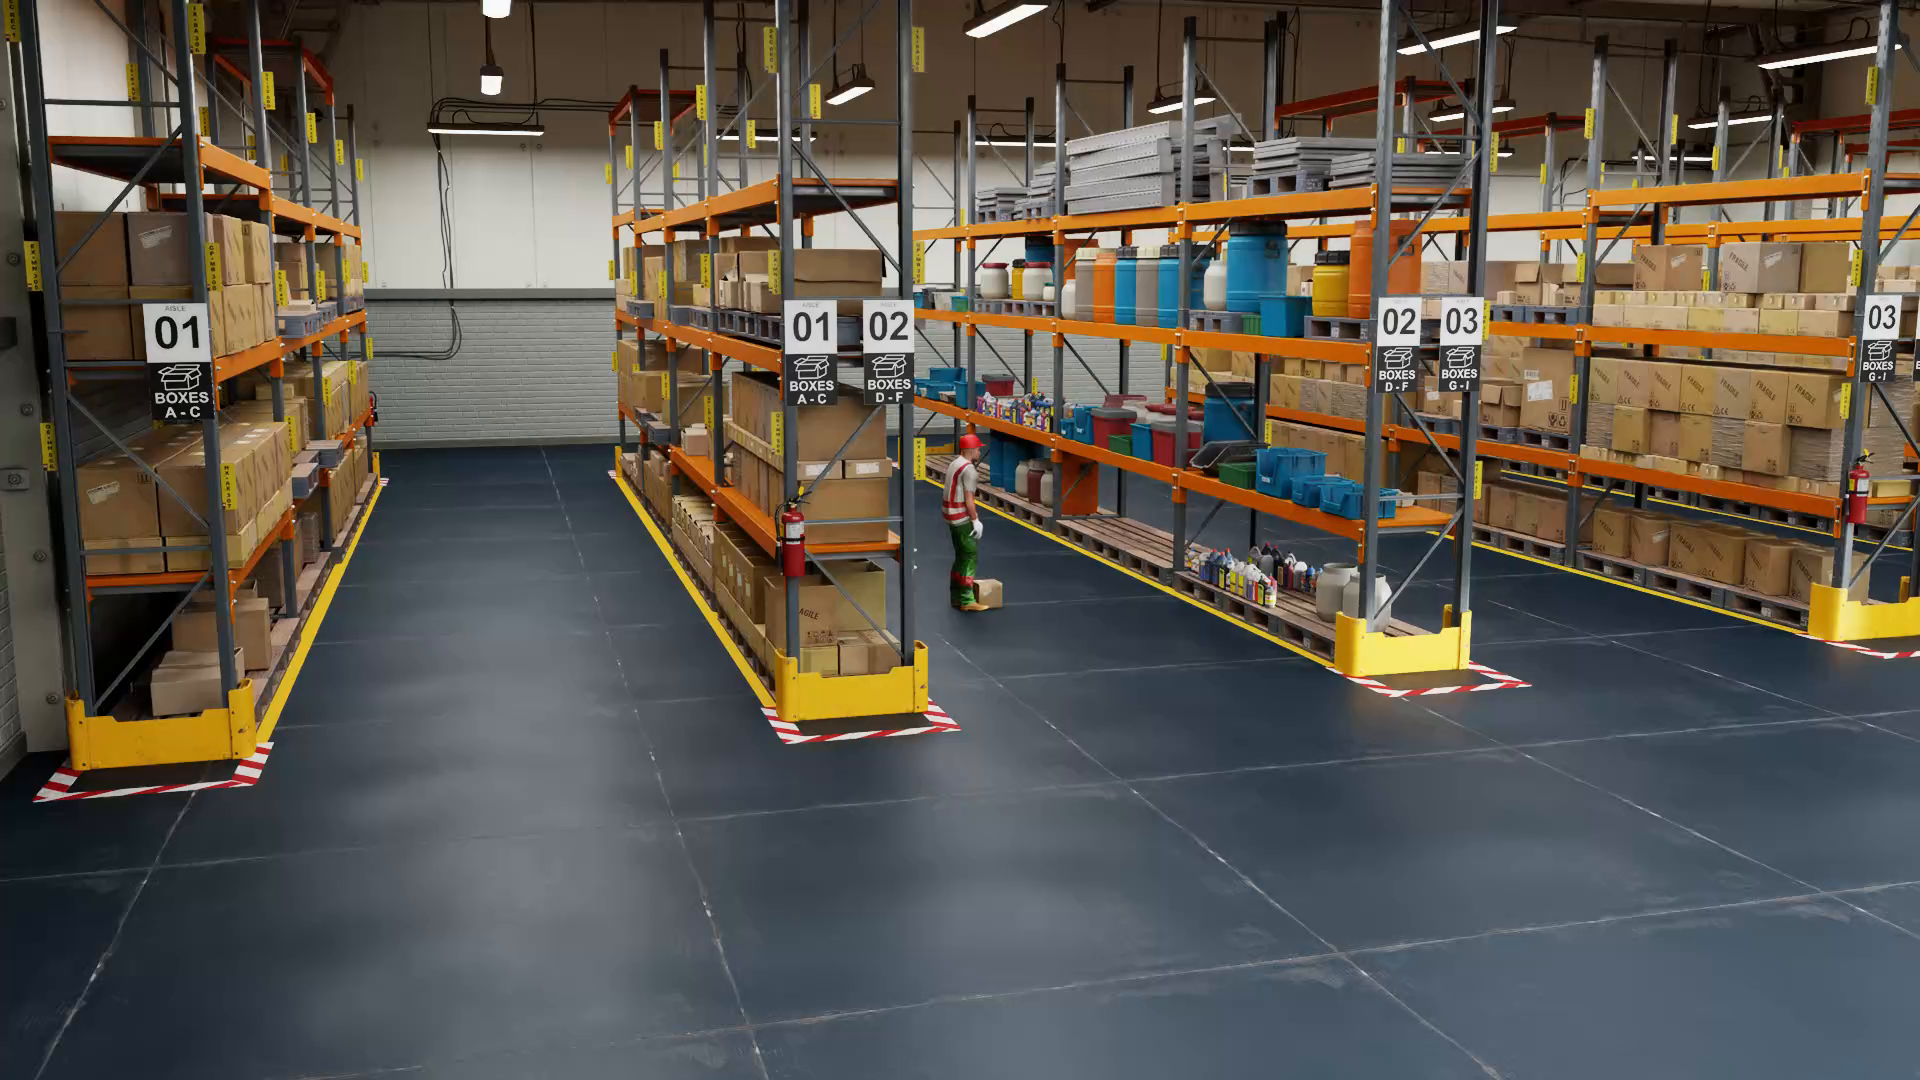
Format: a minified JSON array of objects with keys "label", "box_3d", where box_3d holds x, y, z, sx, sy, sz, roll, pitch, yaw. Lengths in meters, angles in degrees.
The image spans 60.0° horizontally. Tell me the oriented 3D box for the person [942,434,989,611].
[{"label":"person","box_3d":[0.058,-0.190,17.000,0.445,1.781,0.621,-3,10,-19]}]
